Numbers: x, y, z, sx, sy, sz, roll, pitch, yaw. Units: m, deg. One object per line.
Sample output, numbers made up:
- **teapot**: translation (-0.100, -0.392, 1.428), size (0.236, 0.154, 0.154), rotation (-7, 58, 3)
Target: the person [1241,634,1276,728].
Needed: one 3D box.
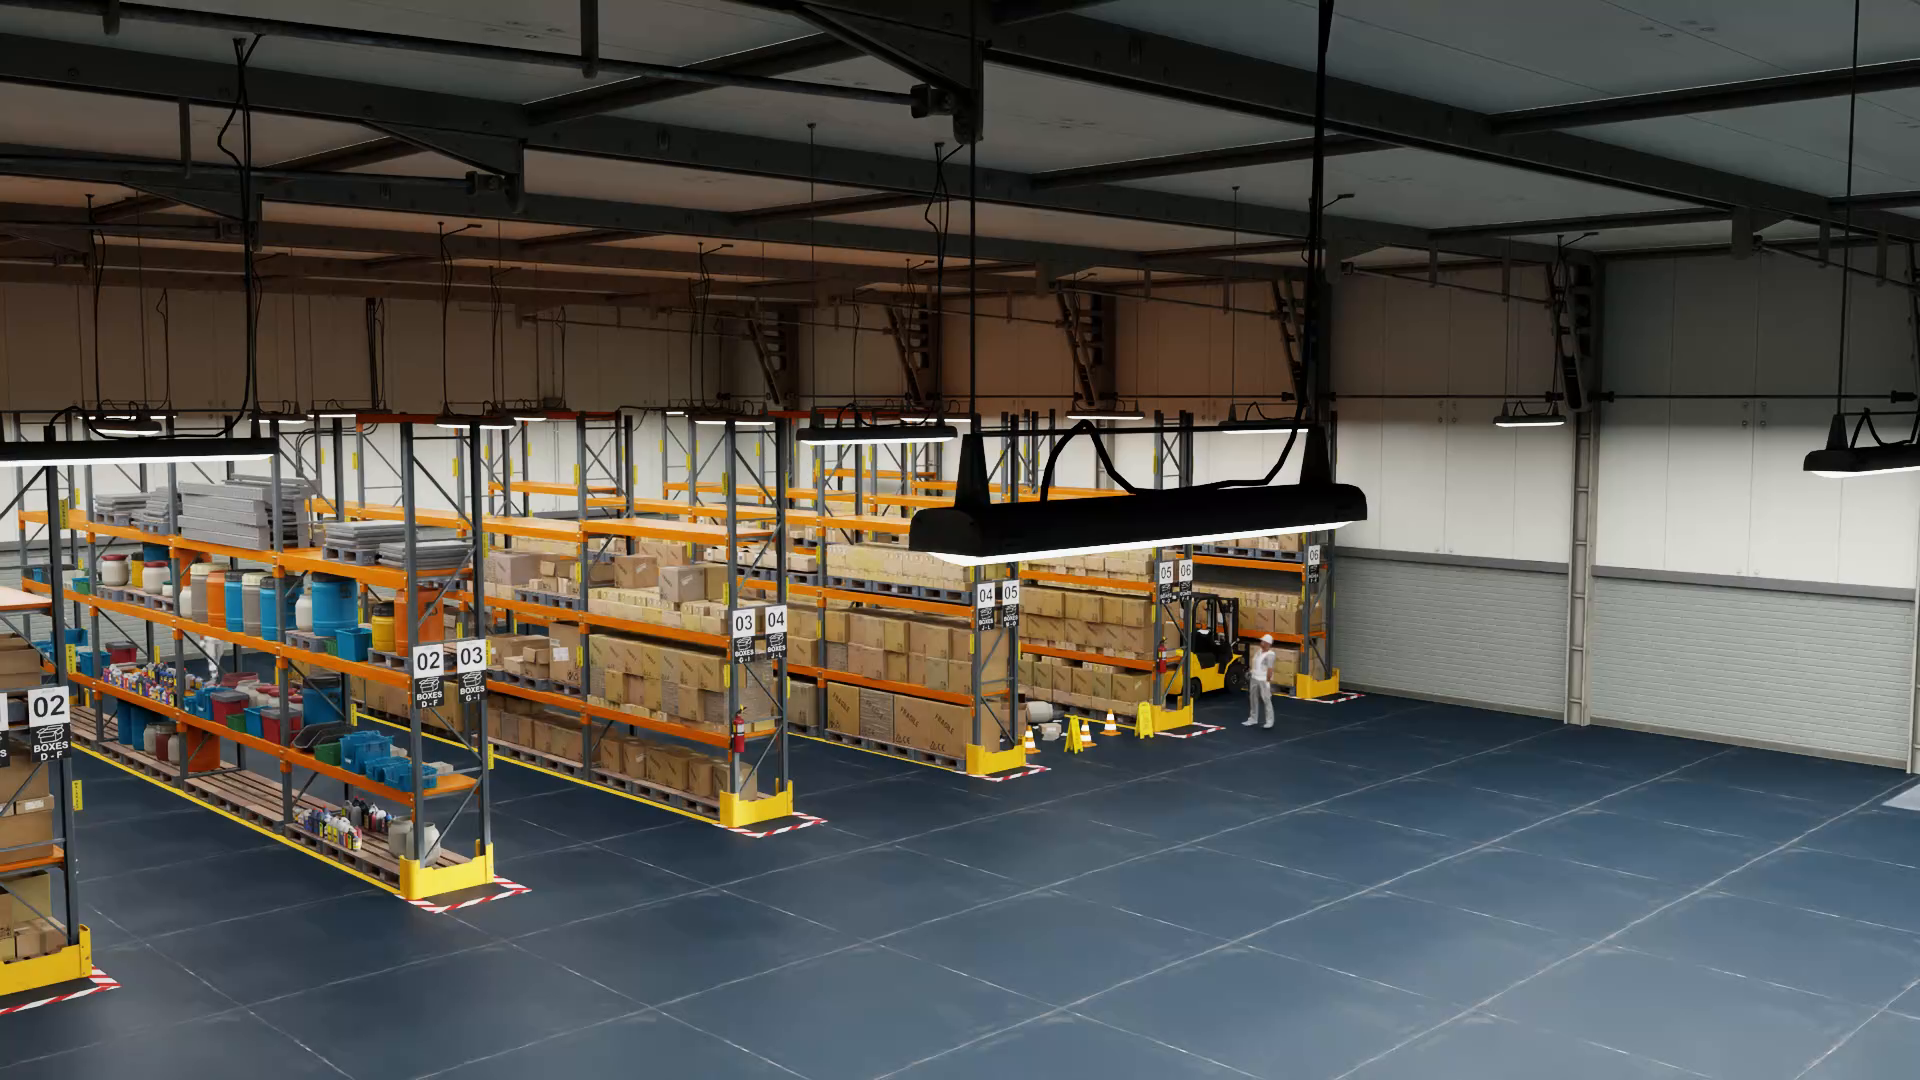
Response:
- **person**: translation (5.707, 2.675, 31.774), size (0.440, 1.792, 0.800), rotation (-3, 6, -28)

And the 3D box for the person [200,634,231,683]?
- **person**: translation (-16.457, 2.237, 36.774), size (0.619, 1.735, 0.997), rotation (-4, 6, -36)
